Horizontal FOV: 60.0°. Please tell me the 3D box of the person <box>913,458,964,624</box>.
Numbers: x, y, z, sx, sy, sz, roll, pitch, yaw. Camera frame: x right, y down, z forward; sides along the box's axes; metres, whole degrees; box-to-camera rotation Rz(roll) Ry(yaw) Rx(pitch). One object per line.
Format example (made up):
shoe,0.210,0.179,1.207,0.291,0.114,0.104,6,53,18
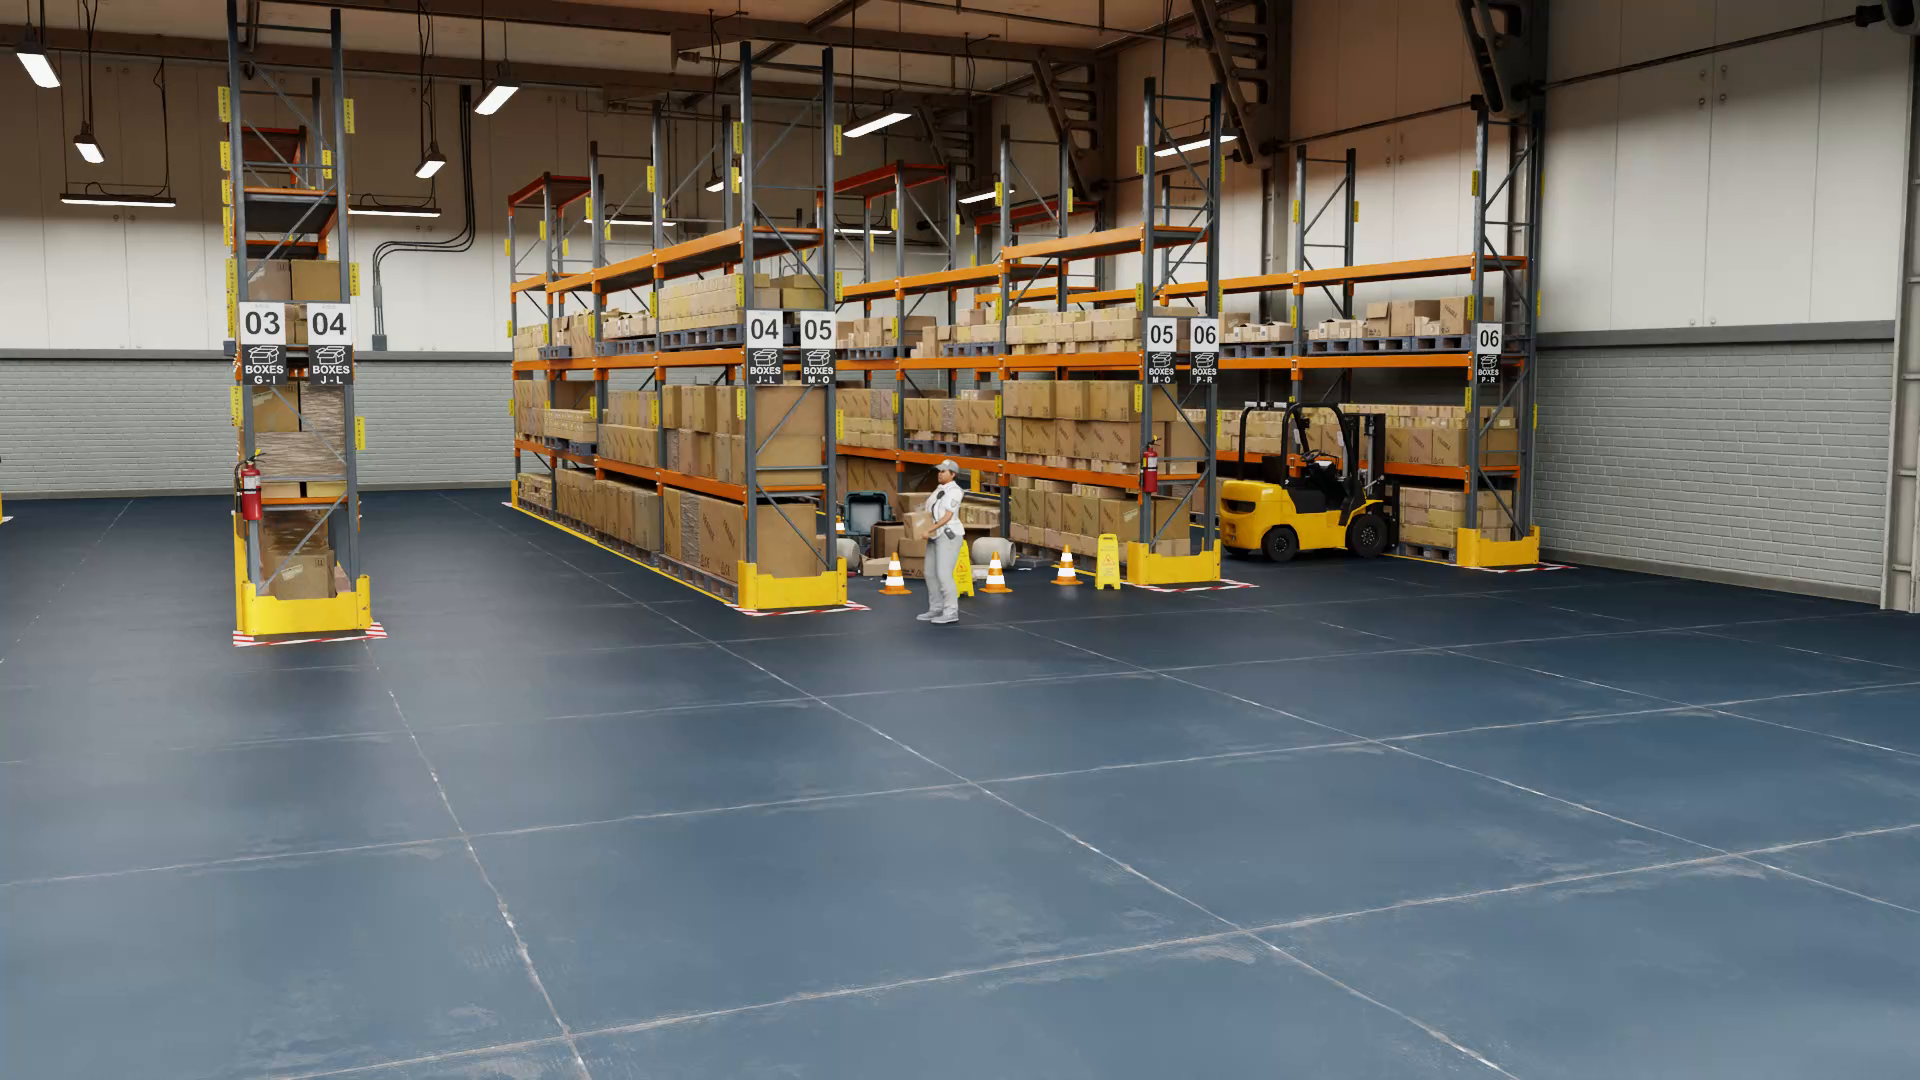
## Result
person,-0.210,0.000,16.963,0.460,1.669,0.532,-3,6,-27
